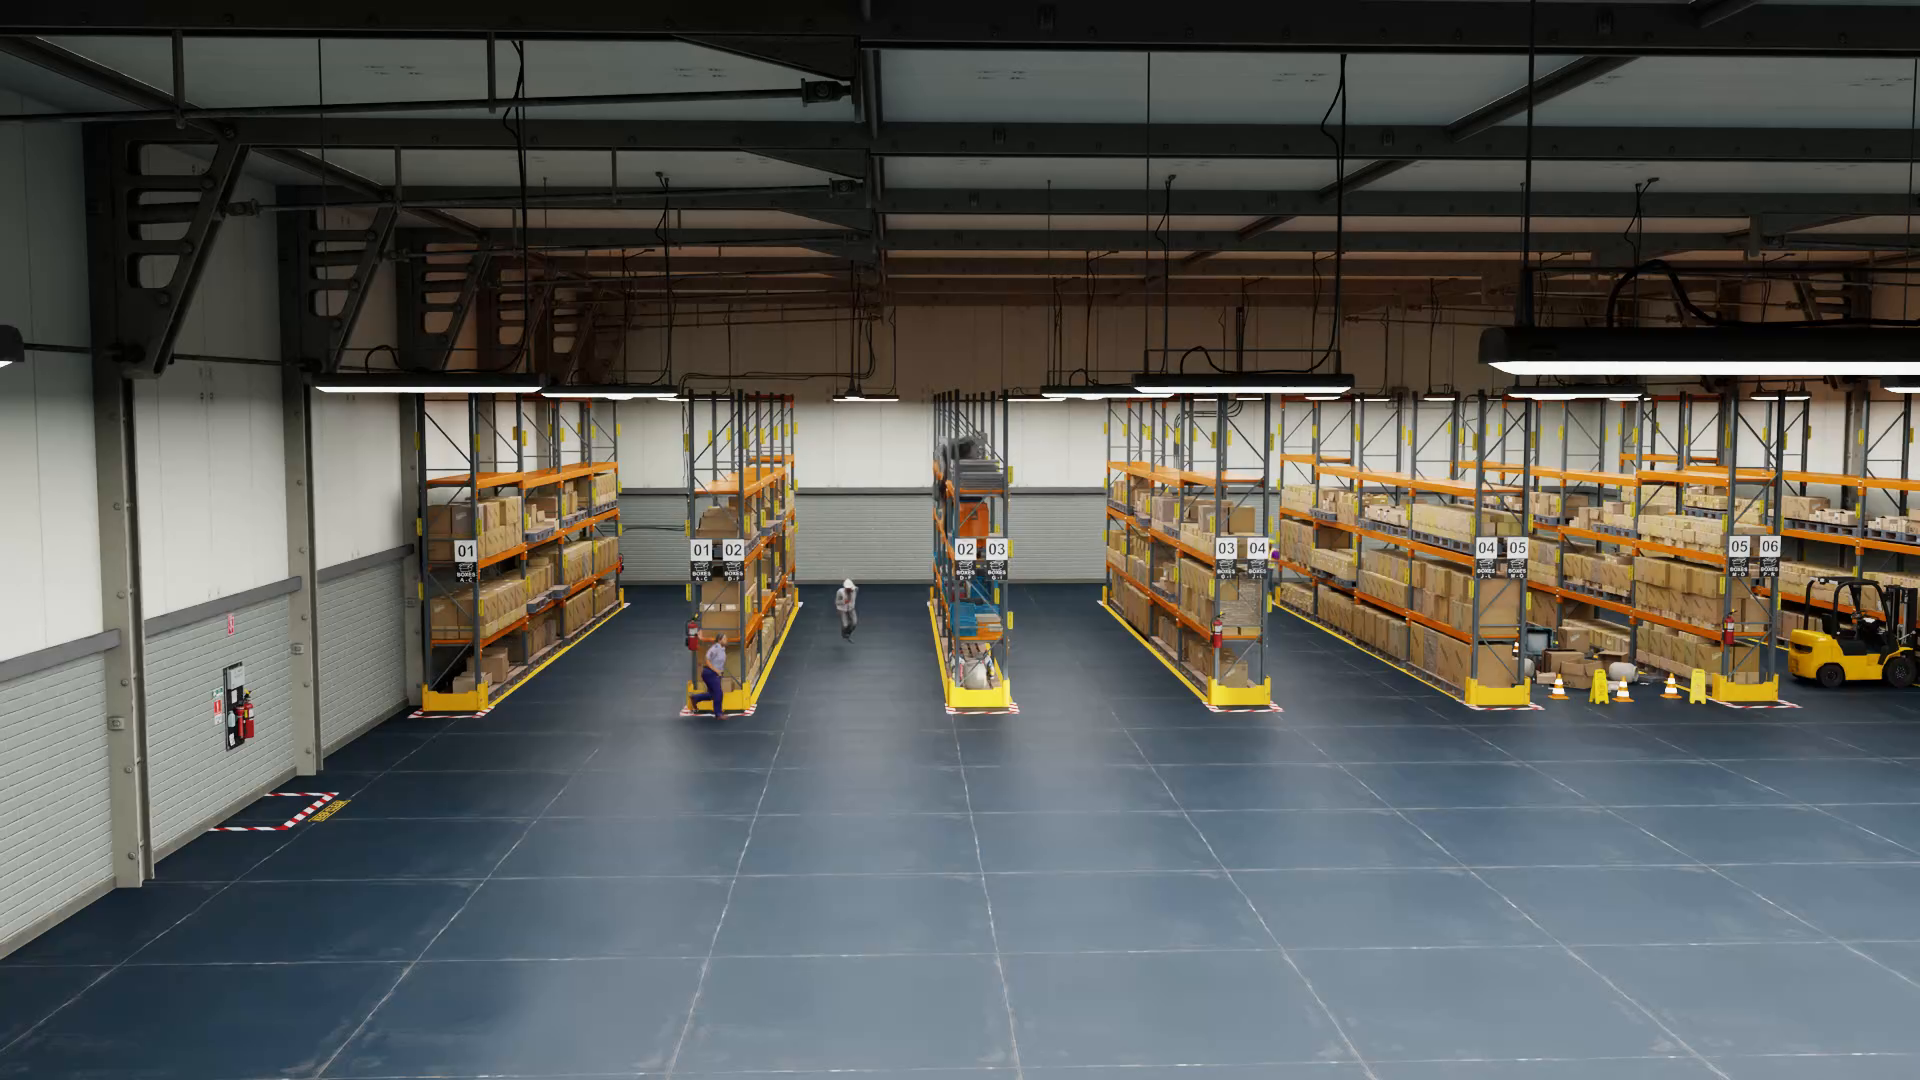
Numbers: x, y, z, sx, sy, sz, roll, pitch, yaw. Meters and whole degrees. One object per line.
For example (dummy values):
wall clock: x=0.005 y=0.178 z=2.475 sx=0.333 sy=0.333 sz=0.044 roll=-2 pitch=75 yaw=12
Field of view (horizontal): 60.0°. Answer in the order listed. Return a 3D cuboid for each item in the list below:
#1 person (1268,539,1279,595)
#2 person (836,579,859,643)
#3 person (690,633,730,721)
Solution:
person: x=9.188 y=0.854 z=49.244 sx=0.700 sy=1.816 sz=0.709 roll=4 pitch=6 yaw=43
person: x=-2.607 y=1.645 z=38.435 sx=0.658 sy=1.563 sz=0.990 roll=-2 pitch=5 yaw=-24
person: x=-4.574 y=2.476 z=30.187 sx=0.783 sy=1.618 sz=0.590 roll=1 pitch=5 yaw=17
